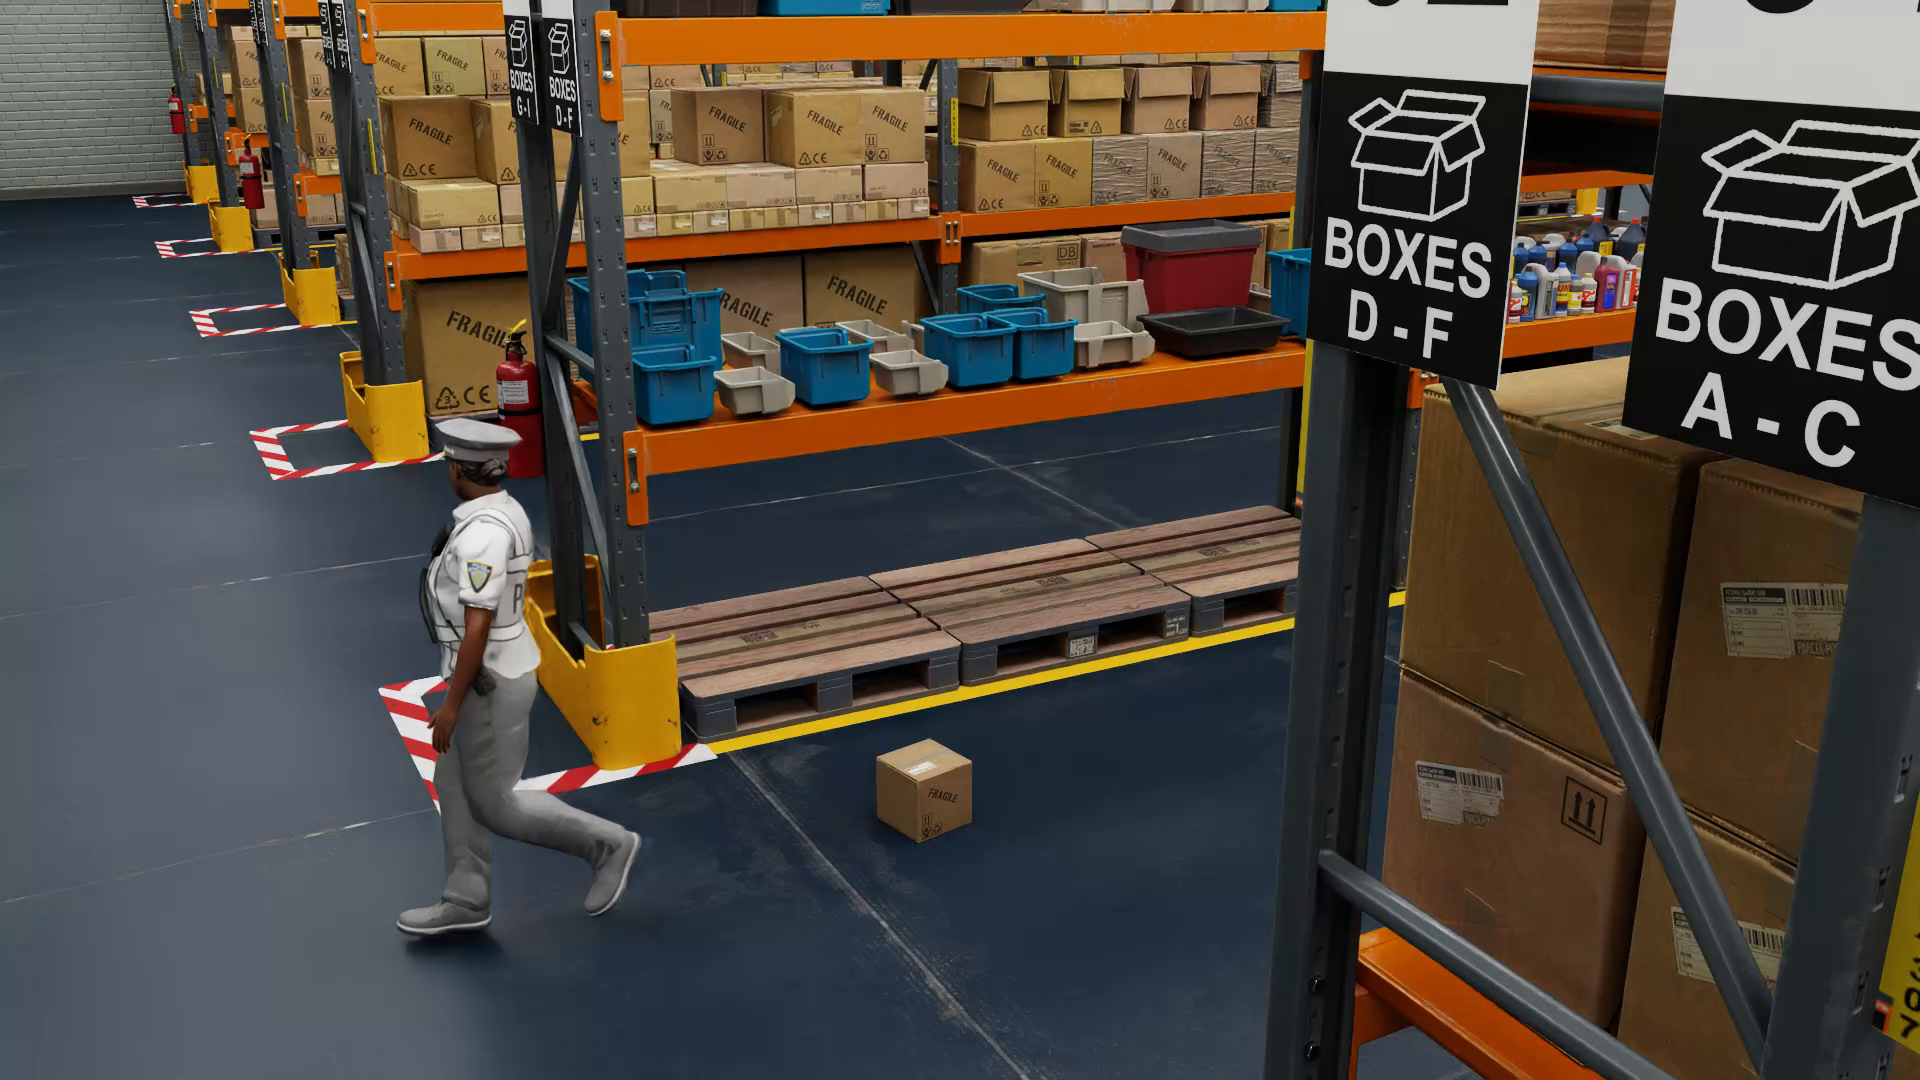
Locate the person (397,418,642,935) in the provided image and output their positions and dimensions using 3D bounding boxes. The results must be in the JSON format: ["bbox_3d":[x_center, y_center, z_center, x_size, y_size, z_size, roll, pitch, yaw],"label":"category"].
[{"bbox_3d":[-1.448,0.444,5.230,0.771,1.621,0.525,-4,19,-13],"label":"person"}]
